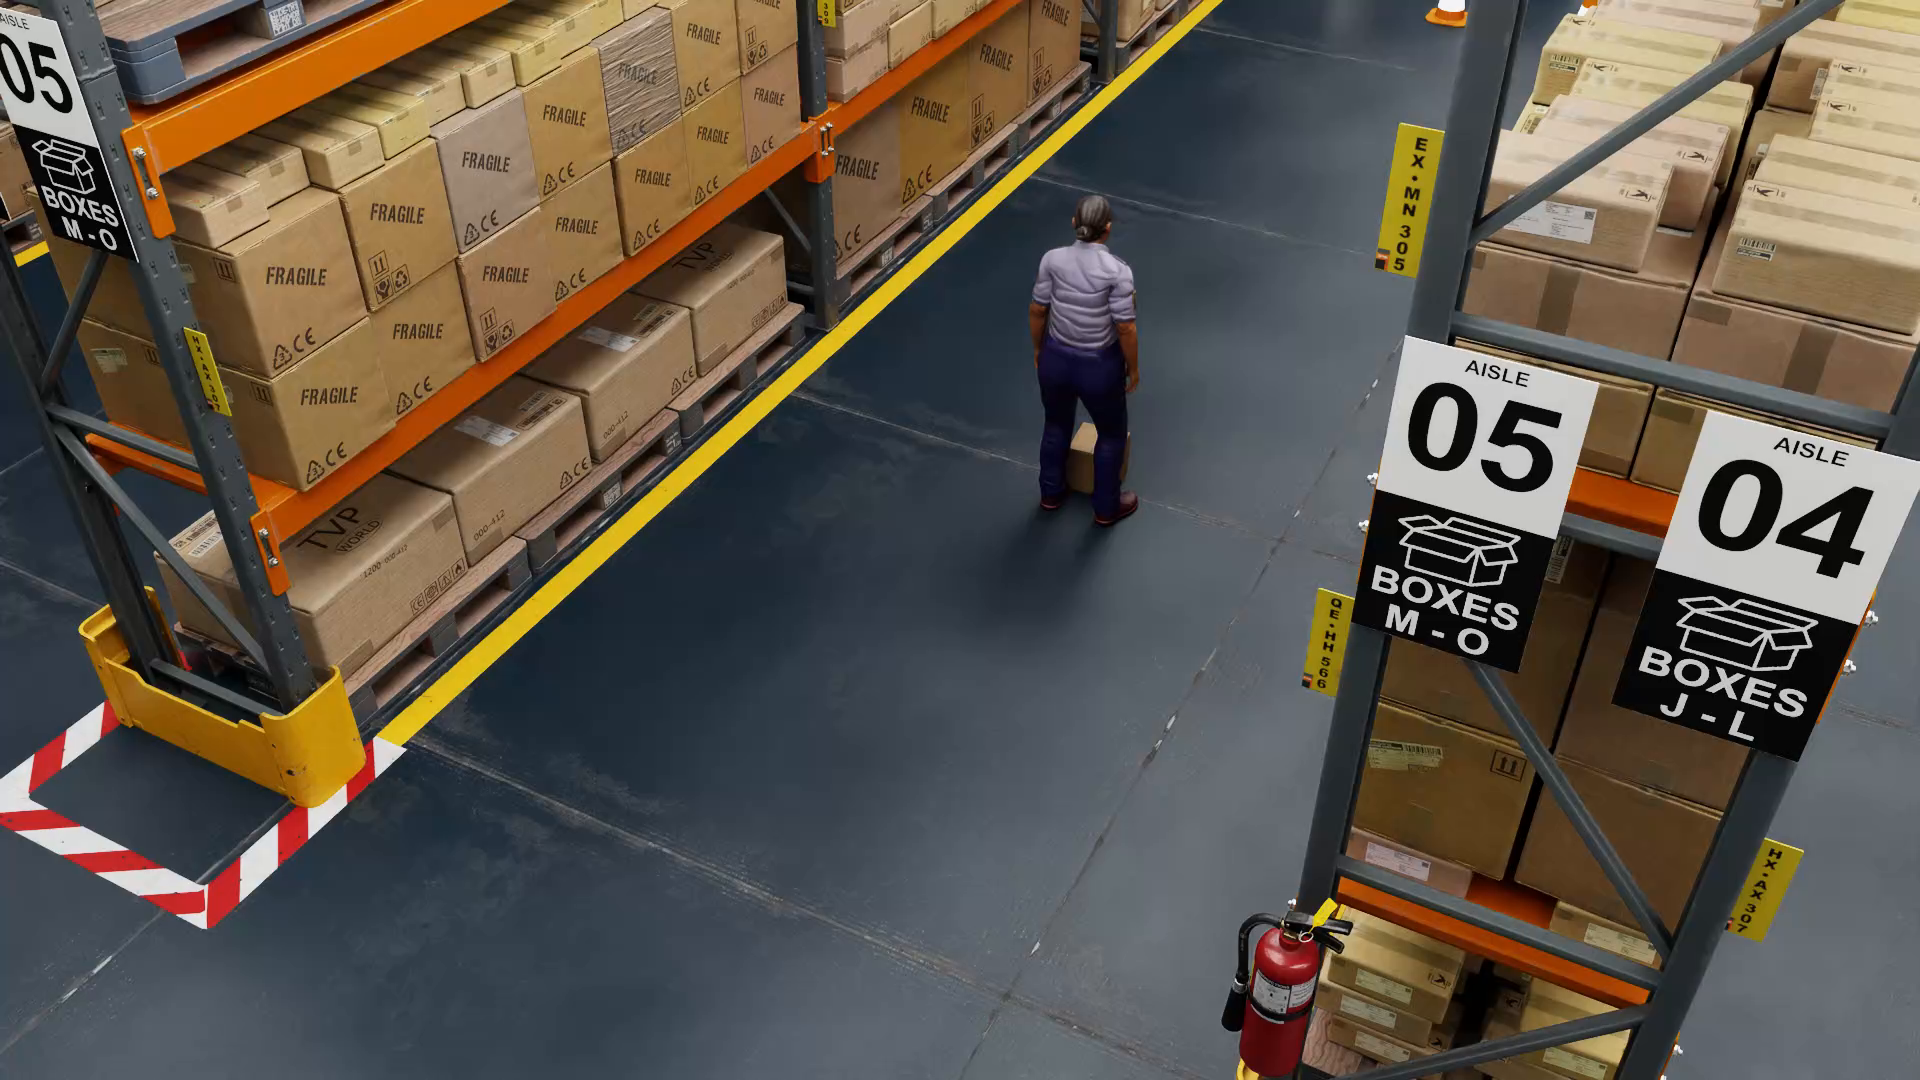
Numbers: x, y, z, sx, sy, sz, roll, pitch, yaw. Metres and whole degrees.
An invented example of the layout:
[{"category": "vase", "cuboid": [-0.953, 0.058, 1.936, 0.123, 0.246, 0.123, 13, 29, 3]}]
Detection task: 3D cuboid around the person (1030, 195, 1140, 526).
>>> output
[{"category": "person", "cuboid": [0.596, -0.825, 7.815, 0.552, 1.637, 0.331, 17, 41, 20]}]
